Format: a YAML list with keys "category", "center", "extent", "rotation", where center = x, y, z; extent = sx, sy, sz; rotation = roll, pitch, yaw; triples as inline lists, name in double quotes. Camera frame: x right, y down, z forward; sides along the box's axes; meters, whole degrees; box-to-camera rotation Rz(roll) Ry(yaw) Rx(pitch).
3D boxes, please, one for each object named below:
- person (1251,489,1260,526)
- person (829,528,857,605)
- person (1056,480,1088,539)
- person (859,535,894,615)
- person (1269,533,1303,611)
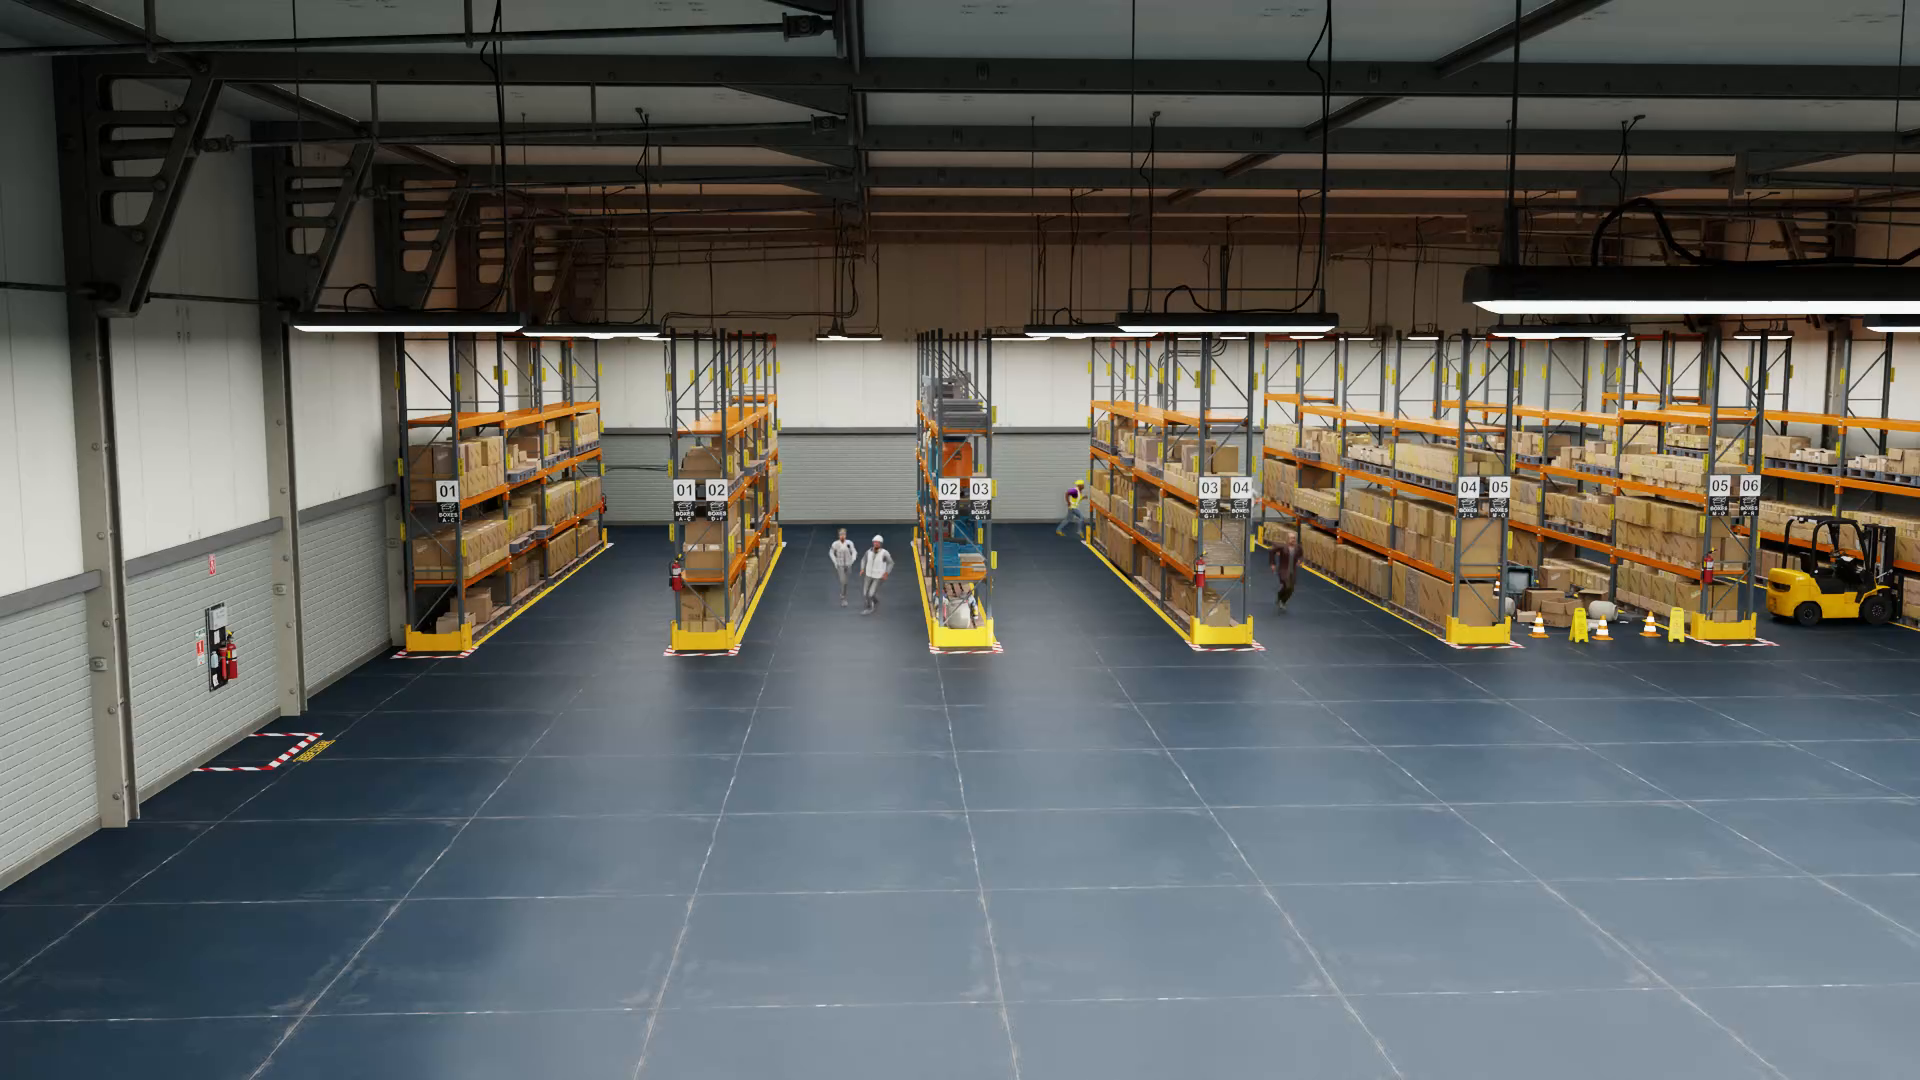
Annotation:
- category: "person"
  center: [8.524, -0.924, 49.106]
  extent: [0.656, 1.741, 0.627]
  rotation: [6, 9, 40]
- category: "person"
  center: [-2.586, 0.568, 36.812]
  extent: [0.616, 1.708, 0.734]
  rotation: [-2, 7, -13]
- category: "person"
  center: [3.300, -0.893, 48.953]
  extent: [0.963, 1.773, 0.691]
  rotation: [1, 7, 8]
- category: "person"
  center: [-1.796, 0.753, 34.972]
  extent: [0.710, 1.706, 0.505]
  rotation: [3, 7, 24]
- category: "person"
  center: [6.998, 0.683, 35.449]
  extent: [0.665, 1.700, 0.762]
  rotation: [-2, 7, -19]
